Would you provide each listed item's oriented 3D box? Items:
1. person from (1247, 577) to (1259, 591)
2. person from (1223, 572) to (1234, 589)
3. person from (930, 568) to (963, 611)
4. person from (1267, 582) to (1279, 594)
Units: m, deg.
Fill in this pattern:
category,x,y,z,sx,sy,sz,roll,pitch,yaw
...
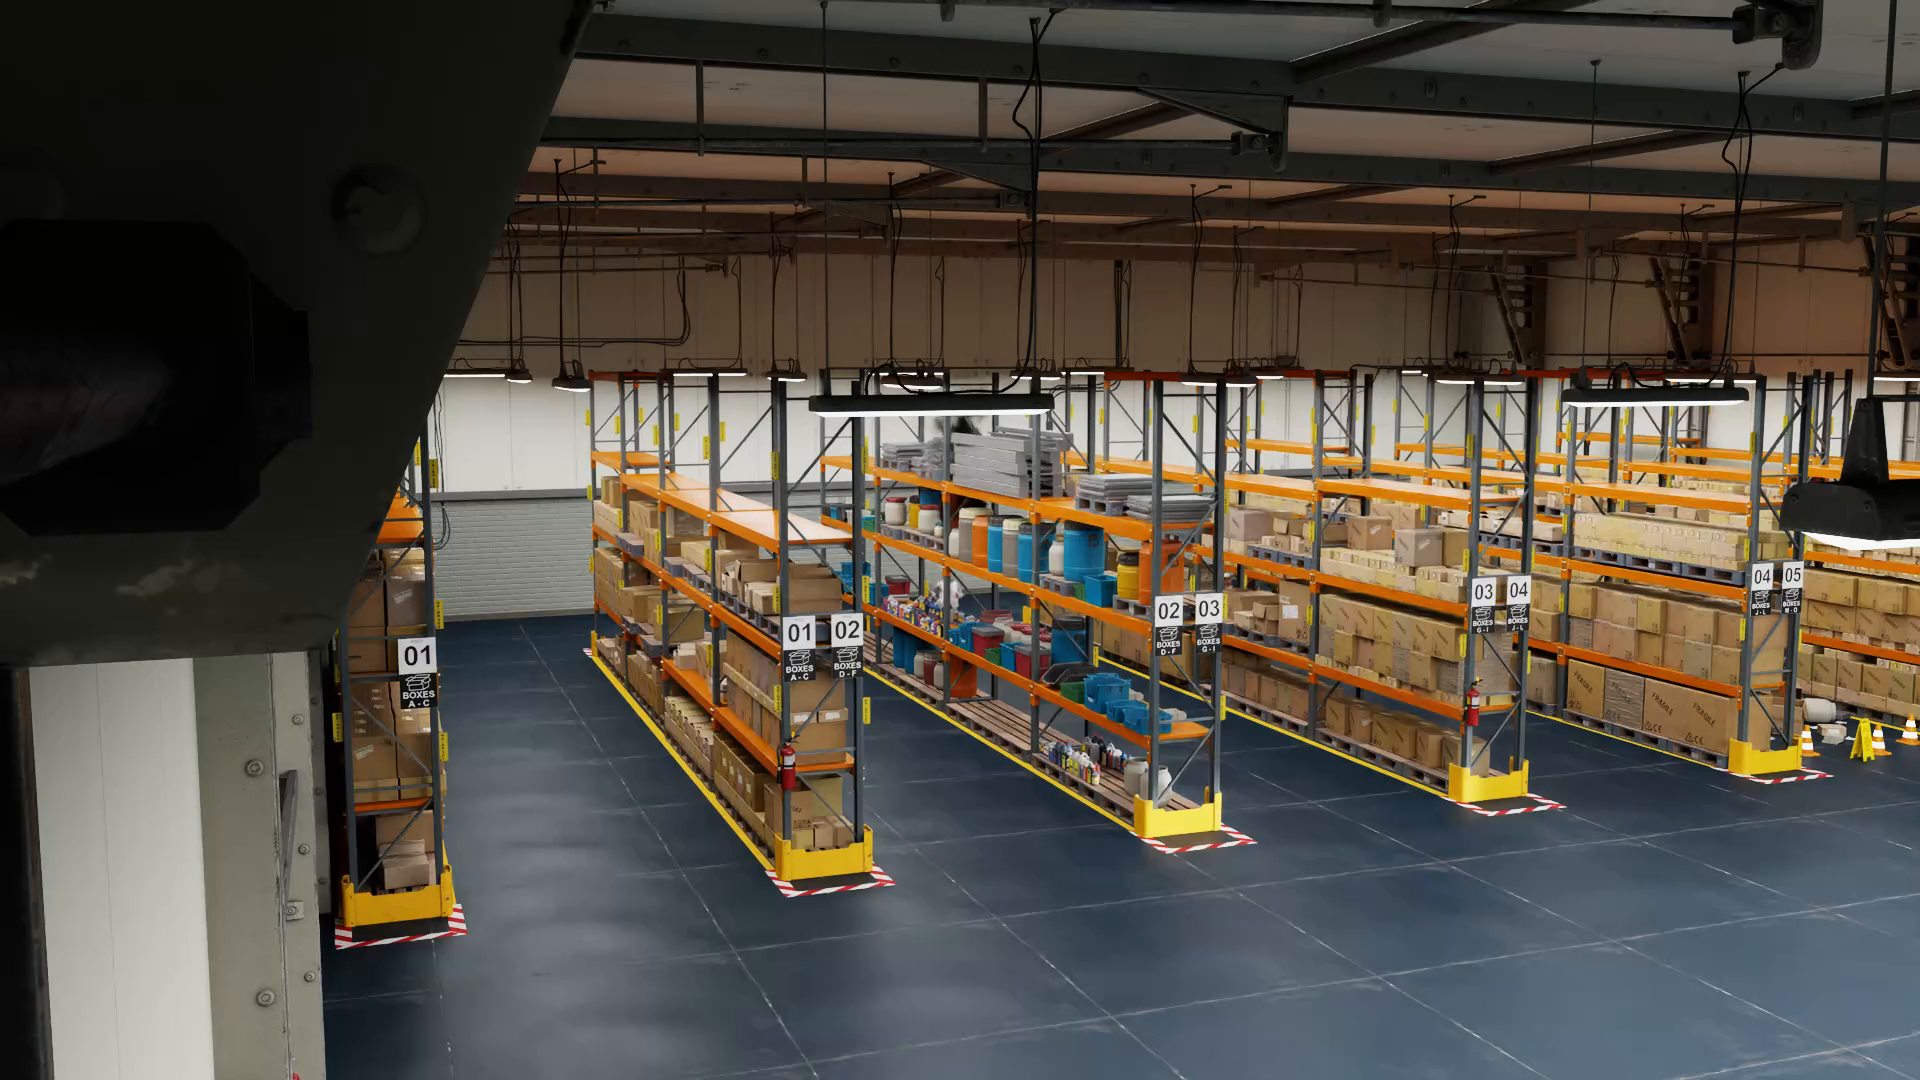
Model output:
category,x,y,z,sx,sy,sz,roll,pitch,yaw
person,7.194,0.883,41.477,0.875,1.631,0.635,4,7,30
person,5.588,1.582,34.659,0.611,1.823,0.694,-3,7,-26
person,-0.250,1.456,35.621,0.658,1.755,0.971,-3,7,-24
person,7.905,0.775,41.948,0.702,1.790,0.728,-3,7,-24
